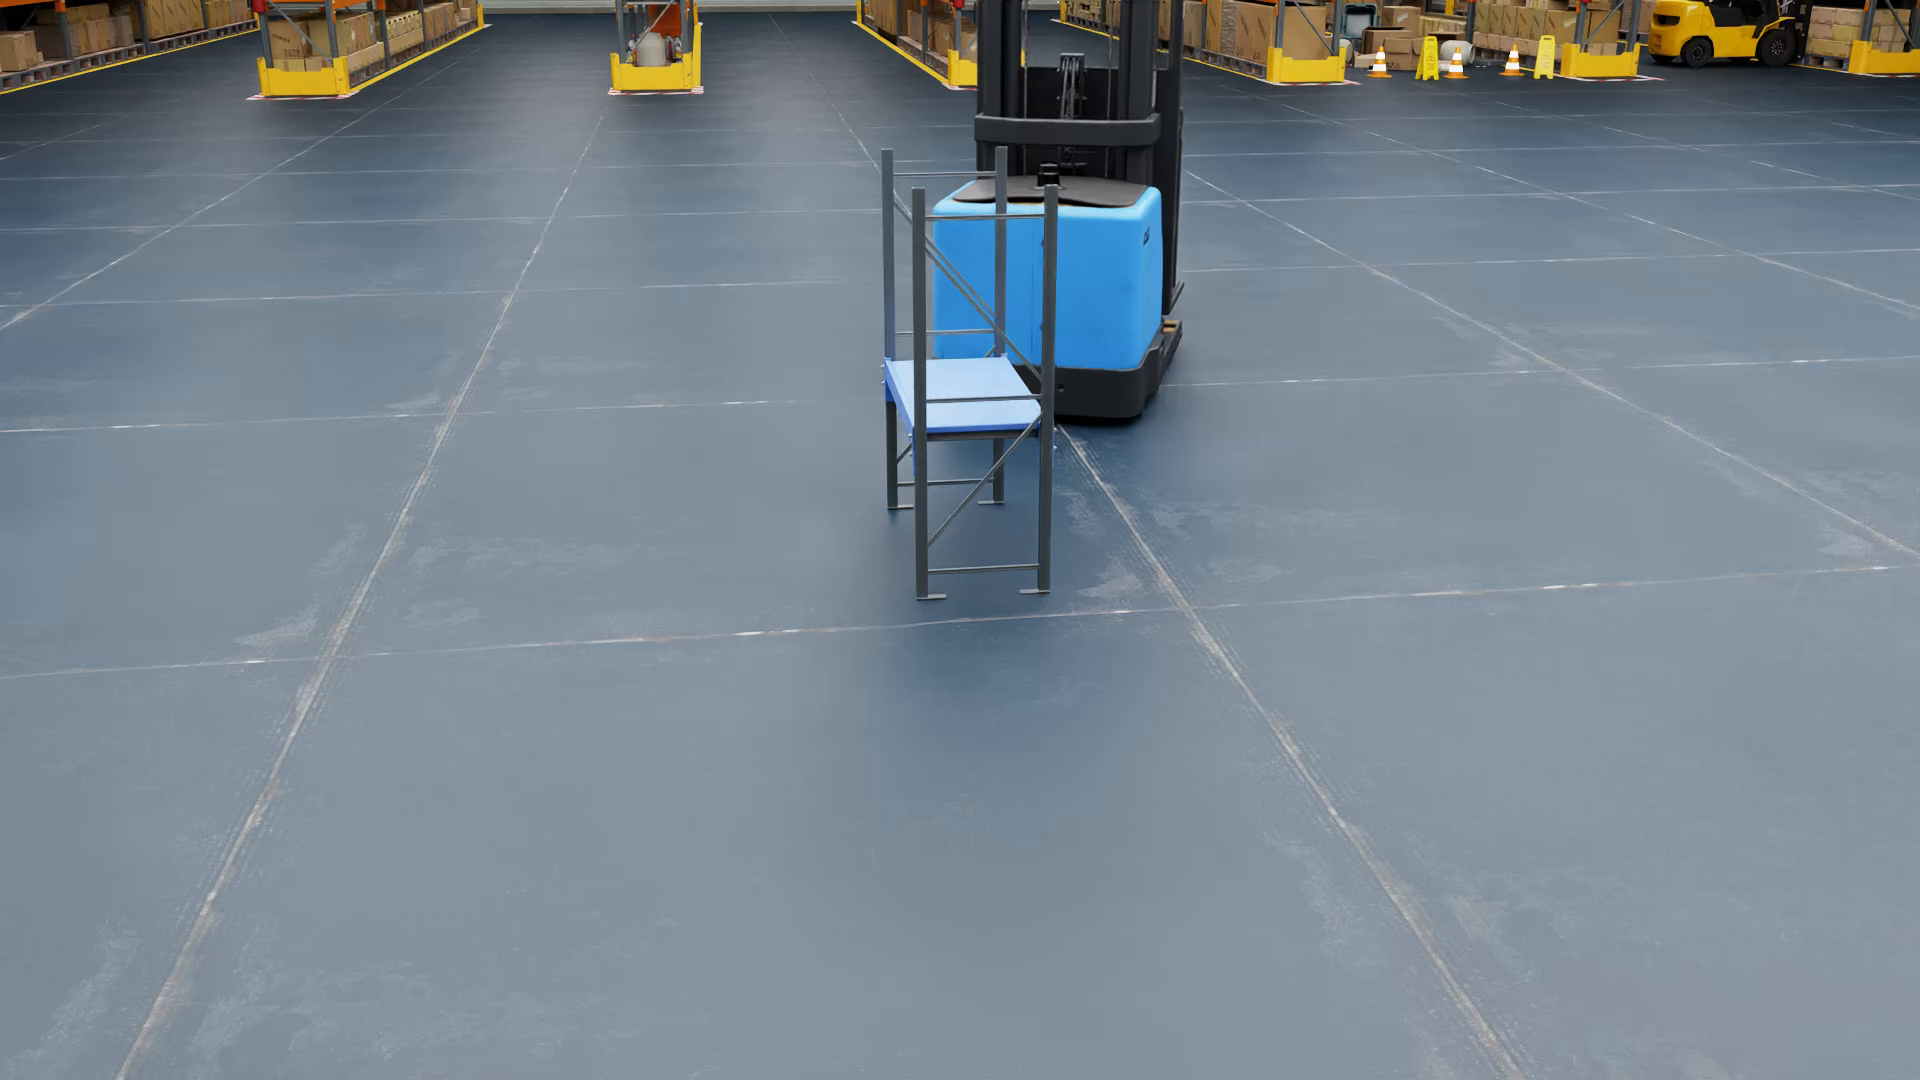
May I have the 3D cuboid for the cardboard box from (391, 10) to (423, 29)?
[{"bbox_3d":[-10.217,-9.589,30.630,0.500,0.311,0.500,-2,21,-6],"label":"cardboard box"}]

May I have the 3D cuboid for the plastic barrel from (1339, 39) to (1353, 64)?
[{"bbox_3d":[6.448,-8.393,28.582,0.512,0.421,0.421,12,24,30],"label":"plastic barrel"}]

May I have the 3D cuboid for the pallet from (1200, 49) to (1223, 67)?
[{"bbox_3d":[4.799,-8.341,28.748,1.003,0.211,1.213,-3,21,-8],"label":"pallet"}]

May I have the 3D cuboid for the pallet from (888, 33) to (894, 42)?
[{"bbox_3d":[-0.944,-10.477,34.465,1.003,0.211,1.213,-3,21,-8],"label":"pallet"}]

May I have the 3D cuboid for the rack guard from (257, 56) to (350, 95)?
[{"bbox_3d":[-9.379,-6.637,23.772,1.175,0.500,0.348,-3,21,-8],"label":"rack guard"}]

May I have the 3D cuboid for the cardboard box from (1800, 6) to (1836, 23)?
[{"bbox_3d":[14.602,-8.938,28.259,0.500,0.250,0.500,-3,21,-7],"label":"cardboard box"}]

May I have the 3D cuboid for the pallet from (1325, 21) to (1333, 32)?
[{"bbox_3d":[8.683,-11.400,36.936,1.003,0.211,1.213,-3,21,-8],"label":"pallet"}]

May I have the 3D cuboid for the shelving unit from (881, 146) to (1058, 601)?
[{"bbox_3d":[0.012,-0.673,6.375,0.538,1.500,1.048,-3,21,-8],"label":"shelving unit"}]

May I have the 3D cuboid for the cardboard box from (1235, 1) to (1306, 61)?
[{"bbox_3d":[5.051,-8.267,27.001,0.875,0.875,0.875,-3,21,-9],"label":"cardboard box"}]

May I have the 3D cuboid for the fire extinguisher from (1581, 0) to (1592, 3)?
[{"bbox_3d":[9.788,-8.715,25.875,0.296,0.674,0.183,-3,21,-8],"label":"fire extinguisher"}]

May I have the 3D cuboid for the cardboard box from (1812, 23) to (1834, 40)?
[{"bbox_3d":[14.697,-8.536,27.899,0.500,0.250,0.500,-3,21,-8],"label":"cardboard box"}]

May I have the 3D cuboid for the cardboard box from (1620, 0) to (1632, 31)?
[{"bbox_3d":[14.062,-10.704,33.881,0.875,0.625,0.625,-2,21,-6],"label":"cardboard box"}]

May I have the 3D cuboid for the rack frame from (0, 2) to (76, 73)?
[{"bbox_3d":[-14.861,-8.950,26.392,1.000,3.000,0.127,-3,21,-8],"label":"rack frame"}]

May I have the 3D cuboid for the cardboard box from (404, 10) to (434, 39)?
[{"bbox_3d":[-10.319,-9.793,31.594,0.500,0.500,0.500,-2,21,-5],"label":"cardboard box"}]

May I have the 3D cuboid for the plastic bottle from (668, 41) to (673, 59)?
[{"bbox_3d":[-4.691,-7.935,26.927,0.061,0.283,0.133,-3,21,-8],"label":"plastic bottle"}]

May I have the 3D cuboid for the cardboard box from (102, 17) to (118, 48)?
[{"bbox_3d":[-15.323,-8.939,29.307,0.700,0.500,0.500,-3,21,-8],"label":"cardboard box"}]

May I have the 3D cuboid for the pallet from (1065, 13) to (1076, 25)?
[{"bbox_3d":[3.130,-12.454,39.759,1.003,0.211,1.213,-3,21,-8],"label":"pallet"}]

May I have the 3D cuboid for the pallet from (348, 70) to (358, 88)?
[{"bbox_3d":[-9.534,-6.773,24.548,1.003,0.211,1.213,-3,21,-8],"label":"pallet"}]

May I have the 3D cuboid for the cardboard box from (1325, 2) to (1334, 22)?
[{"bbox_3d":[8.666,-11.960,36.888,0.875,0.875,0.875,-2,21,-6],"label":"cardboard box"}]

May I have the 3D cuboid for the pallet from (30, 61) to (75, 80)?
[{"bbox_3d":[-14.729,-7.413,26.263,1.003,0.211,1.213,-3,21,-8],"label":"pallet"}]

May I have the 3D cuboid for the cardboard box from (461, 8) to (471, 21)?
[{"bbox_3d":[-11.260,-11.768,37.238,0.500,0.250,0.500,-3,21,-8],"label":"cardboard box"}]

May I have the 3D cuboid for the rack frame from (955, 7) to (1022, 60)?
[{"bbox_3d":[0.421,-8.315,24.691,1.000,3.000,0.127,-3,21,-8],"label":"rack frame"}]

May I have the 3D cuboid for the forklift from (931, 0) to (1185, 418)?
[{"bbox_3d":[0.685,-2.448,9.081,1.130,2.935,3.031,5,21,12],"label":"forklift"}]

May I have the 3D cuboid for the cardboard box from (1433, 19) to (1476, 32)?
[{"bbox_3d":[9.466,-9.595,31.276,0.950,0.372,0.625,-2,21,-4],"label":"cardboard box"}]

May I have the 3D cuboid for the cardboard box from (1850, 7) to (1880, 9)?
[{"bbox_3d":[15.181,-8.792,27.870,0.500,0.250,0.500,-3,21,-8],"label":"cardboard box"}]

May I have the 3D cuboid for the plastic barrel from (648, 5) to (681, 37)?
[{"bbox_3d":[-5.721,-10.183,32.196,0.600,0.830,0.708,-3,21,-8],"label":"plastic barrel"}]

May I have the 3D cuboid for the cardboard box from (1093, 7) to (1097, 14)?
[{"bbox_3d":[3.202,-11.871,37.263,0.380,0.149,0.250,-4,21,-10],"label":"cardboard box"}]

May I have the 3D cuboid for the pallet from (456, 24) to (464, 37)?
[{"bbox_3d":[-11.210,-10.903,35.606,1.003,0.211,1.213,-3,21,-8],"label":"pallet"}]

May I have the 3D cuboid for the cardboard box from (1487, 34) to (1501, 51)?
[{"bbox_3d":[9.557,-8.706,29.068,0.500,0.250,0.500,-2,21,-5],"label":"cardboard box"}]

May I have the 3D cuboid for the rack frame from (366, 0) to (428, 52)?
[{"bbox_3d":[-10.536,-10.586,30.773,1.000,3.000,0.127,-3,21,-8],"label":"rack frame"}]

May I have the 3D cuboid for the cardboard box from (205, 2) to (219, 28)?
[{"bbox_3d":[-16.020,-11.010,34.880,0.700,0.500,0.500,-3,21,-7],"label":"cardboard box"}]

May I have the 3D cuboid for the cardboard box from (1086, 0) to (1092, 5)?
[{"bbox_3d":[3.095,-12.290,37.958,0.380,0.149,0.250,-4,21,-10],"label":"cardboard box"}]

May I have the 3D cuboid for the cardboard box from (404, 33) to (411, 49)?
[{"bbox_3d":[-9.994,-8.795,29.305,0.500,0.250,0.500,-3,21,-7],"label":"cardboard box"}]

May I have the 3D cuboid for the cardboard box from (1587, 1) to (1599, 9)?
[{"bbox_3d":[13.650,-11.171,35.311,0.500,0.500,0.500,-3,21,-9],"label":"cardboard box"}]

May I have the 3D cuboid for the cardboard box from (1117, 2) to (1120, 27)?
[{"bbox_3d":[3.625,-11.077,35.060,0.500,0.500,0.500,-3,21,-7],"label":"cardboard box"}]

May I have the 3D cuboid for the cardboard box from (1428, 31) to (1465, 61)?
[{"bbox_3d":[8.459,-8.590,28.997,0.500,0.500,0.500,12,24,29],"label":"cardboard box"}]

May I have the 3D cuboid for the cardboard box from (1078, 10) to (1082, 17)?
[{"bbox_3d":[2.966,-12.293,38.817,0.380,0.149,0.250,-4,21,-10],"label":"cardboard box"}]

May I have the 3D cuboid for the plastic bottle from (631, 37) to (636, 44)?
[{"bbox_3d":[-5.263,-7.902,26.743,0.144,0.351,0.185,-3,21,-8],"label":"plastic bottle"}]

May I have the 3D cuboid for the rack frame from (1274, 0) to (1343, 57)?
[{"bbox_3d":[5.344,-8.530,25.267,1.000,3.000,0.127,-3,21,-8],"label":"rack frame"}]

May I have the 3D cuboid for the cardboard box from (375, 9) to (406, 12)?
[{"bbox_3d":[-10.903,-9.933,31.969,0.500,0.500,0.500,-2,21,-6],"label":"cardboard box"}]

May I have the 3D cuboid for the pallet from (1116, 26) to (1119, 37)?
[{"bbox_3d":[3.907,-10.686,35.024,1.003,0.211,1.213,-3,21,-8],"label":"pallet"}]

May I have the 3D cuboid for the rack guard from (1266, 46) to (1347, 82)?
[{"bbox_3d":[5.347,-7.351,25.682,1.175,0.500,0.348,-3,21,-8],"label":"rack guard"}]

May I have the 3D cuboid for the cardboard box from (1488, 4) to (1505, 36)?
[{"bbox_3d":[9.557,-9.057,28.936,0.500,0.500,0.500,-2,21,-6],"label":"cardboard box"}]

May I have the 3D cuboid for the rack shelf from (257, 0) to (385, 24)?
[{"bbox_3d":[-9.671,-8.172,25.337,1.077,0.370,4.000,-3,21,-8],"label":"rack shelf"}]

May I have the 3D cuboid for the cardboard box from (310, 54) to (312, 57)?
[{"bbox_3d":[-9.836,-7.068,24.684,0.500,0.250,0.500,-3,21,-8],"label":"cardboard box"}]

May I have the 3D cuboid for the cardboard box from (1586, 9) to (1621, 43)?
[{"bbox_3d":[10.381,-8.376,27.113,0.500,0.500,0.500,-4,21,-10],"label":"cardboard box"}]

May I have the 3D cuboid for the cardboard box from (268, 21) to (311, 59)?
[{"bbox_3d":[-9.754,-7.247,24.090,0.500,0.500,0.500,-3,21,-8],"label":"cardboard box"}]

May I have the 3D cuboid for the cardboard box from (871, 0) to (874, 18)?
[{"bbox_3d":[-1.583,-12.523,38.395,0.875,0.875,0.875,-3,21,-8],"label":"cardboard box"}]

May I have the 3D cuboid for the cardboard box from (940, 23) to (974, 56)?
[{"bbox_3d":[-0.048,-8.387,27.857,0.500,0.500,0.500,4,21,9],"label":"cardboard box"}]

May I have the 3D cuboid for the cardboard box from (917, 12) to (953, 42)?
[{"bbox_3d":[-0.435,-9.501,30.812,0.700,0.500,0.500,-1,21,-3],"label":"cardboard box"}]

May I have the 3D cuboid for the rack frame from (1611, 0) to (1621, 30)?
[{"bbox_3d":[13.985,-11.836,34.119,1.000,3.000,0.127,-3,21,-8],"label":"rack frame"}]

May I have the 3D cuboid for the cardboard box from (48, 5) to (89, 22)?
[{"bbox_3d":[-15.129,-8.923,28.191,0.500,0.250,0.500,-4,21,-9],"label":"cardboard box"}]

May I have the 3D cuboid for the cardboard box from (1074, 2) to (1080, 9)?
[{"bbox_3d":[2.895,-12.604,39.223,0.380,0.149,0.250,-2,21,-6],"label":"cardboard box"}]

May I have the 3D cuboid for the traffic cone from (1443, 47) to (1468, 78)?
[{"bbox_3d":[7.839,-7.536,26.233,0.336,0.463,0.334,-3,21,-8],"label":"traffic cone"}]

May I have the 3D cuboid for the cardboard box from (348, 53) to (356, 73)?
[{"bbox_3d":[-9.315,-7.095,24.755,0.500,0.250,0.500,-3,21,-8],"label":"cardboard box"}]

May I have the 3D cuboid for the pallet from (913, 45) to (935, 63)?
[{"bbox_3d":[-0.269,-8.663,29.609,1.003,0.211,1.213,-3,21,-8],"label":"pallet"}]

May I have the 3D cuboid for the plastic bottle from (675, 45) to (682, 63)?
[{"bbox_3d":[-4.433,-7.636,26.145,0.097,0.271,0.097,0,20,0],"label":"plastic bottle"}]
